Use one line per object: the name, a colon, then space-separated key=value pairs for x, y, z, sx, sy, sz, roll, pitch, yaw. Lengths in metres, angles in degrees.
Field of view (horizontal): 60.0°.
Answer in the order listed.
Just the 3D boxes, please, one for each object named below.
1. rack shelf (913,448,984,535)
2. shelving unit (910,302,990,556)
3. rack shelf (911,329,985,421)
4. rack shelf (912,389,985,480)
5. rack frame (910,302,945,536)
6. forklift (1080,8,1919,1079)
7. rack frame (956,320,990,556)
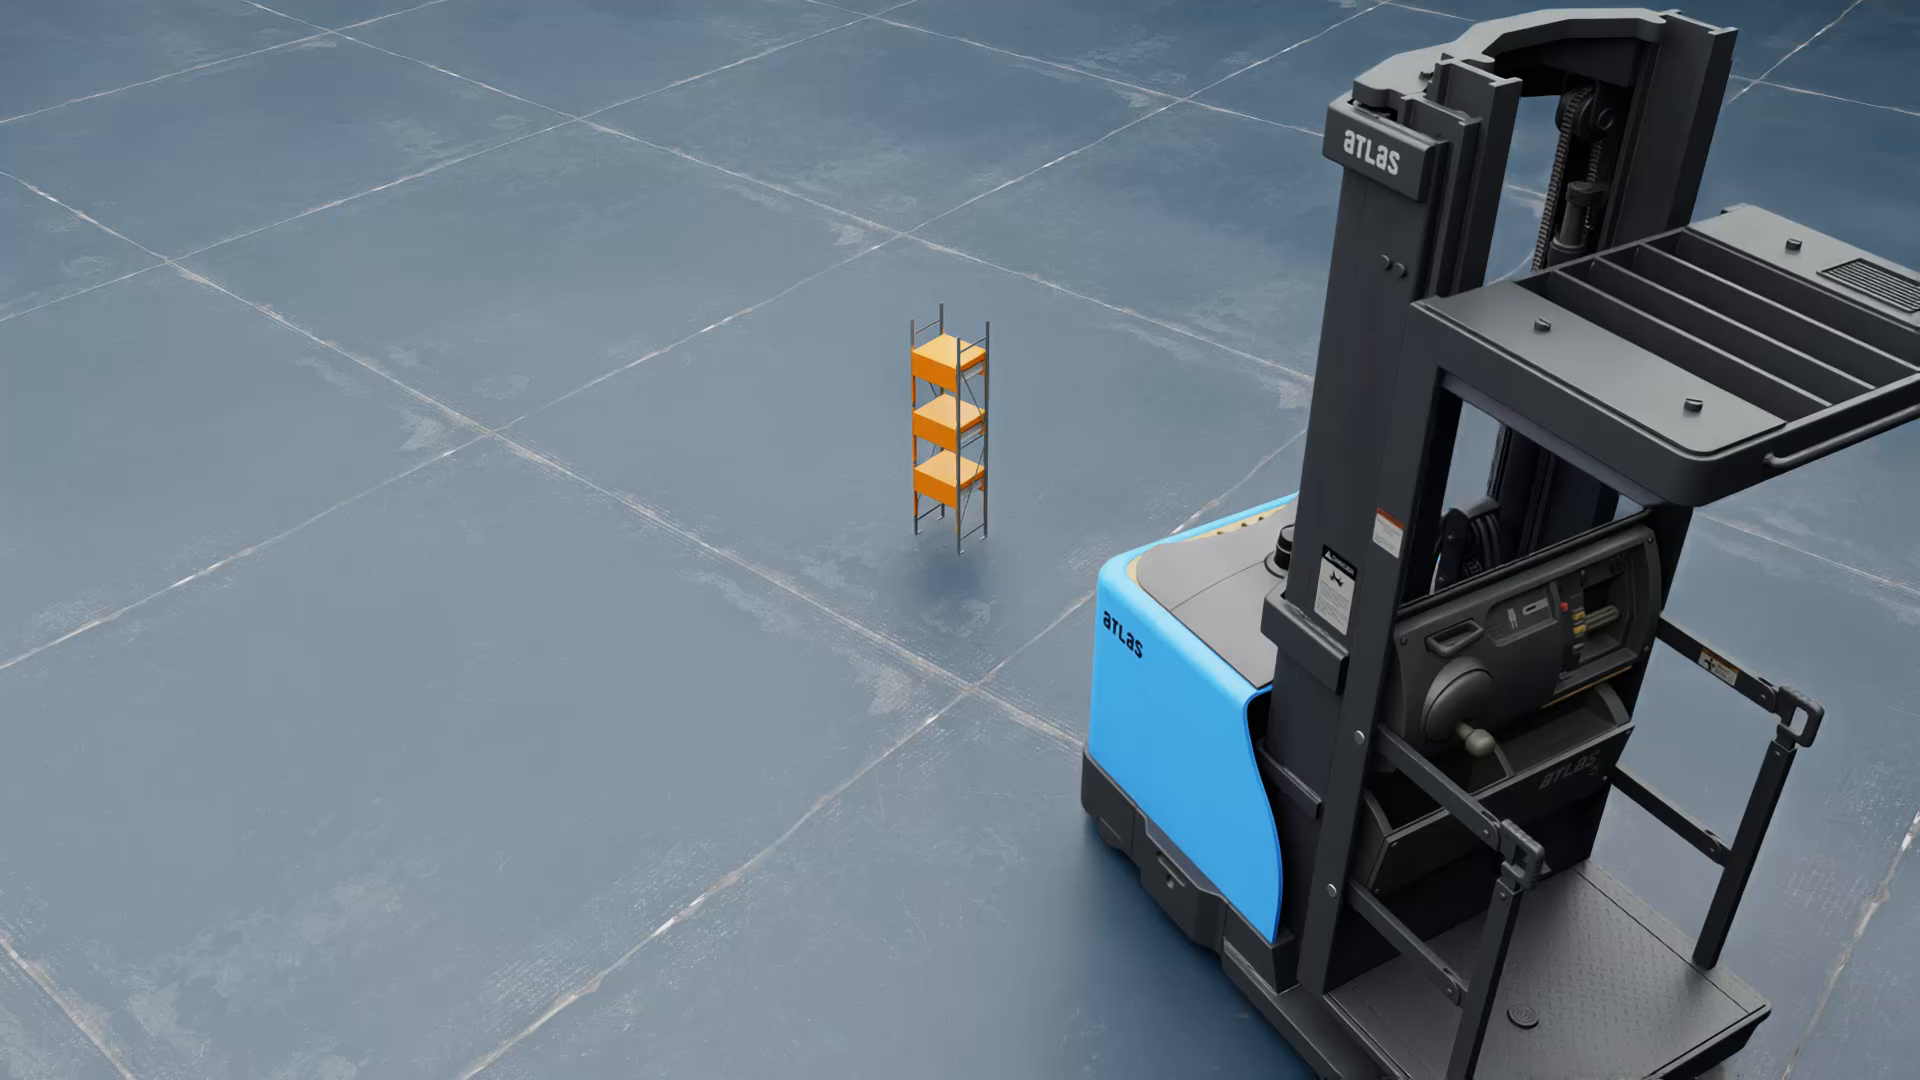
rack shelf: x=-0.041 y=-0.214 z=7.144 sx=0.240 sy=0.259 sz=0.215 roll=25 pitch=42 yaw=32
shelving unit: x=-0.041 y=-0.452 z=6.981 sx=0.252 sy=1.050 sz=0.215 roll=25 pitch=42 yaw=32
rack shelf: x=-0.041 y=-0.677 z=6.826 sx=0.240 sy=0.259 sz=0.215 roll=25 pitch=42 yaw=32
rack shelf: x=-0.041 y=-0.443 z=6.987 sx=0.240 sy=0.259 sz=0.215 roll=25 pitch=42 yaw=32
rack frame: x=-0.135 y=-0.496 z=7.045 sx=0.008 sy=1.050 sz=0.200 roll=25 pitch=42 yaw=32
forklift: x=1.598 y=0.327 z=4.185 sx=1.130 sy=2.935 sz=3.031 roll=-18 pitch=38 yaw=-25
rack frame: x=0.053 y=-0.408 z=6.917 sx=0.008 sy=1.050 sz=0.200 roll=25 pitch=42 yaw=32
